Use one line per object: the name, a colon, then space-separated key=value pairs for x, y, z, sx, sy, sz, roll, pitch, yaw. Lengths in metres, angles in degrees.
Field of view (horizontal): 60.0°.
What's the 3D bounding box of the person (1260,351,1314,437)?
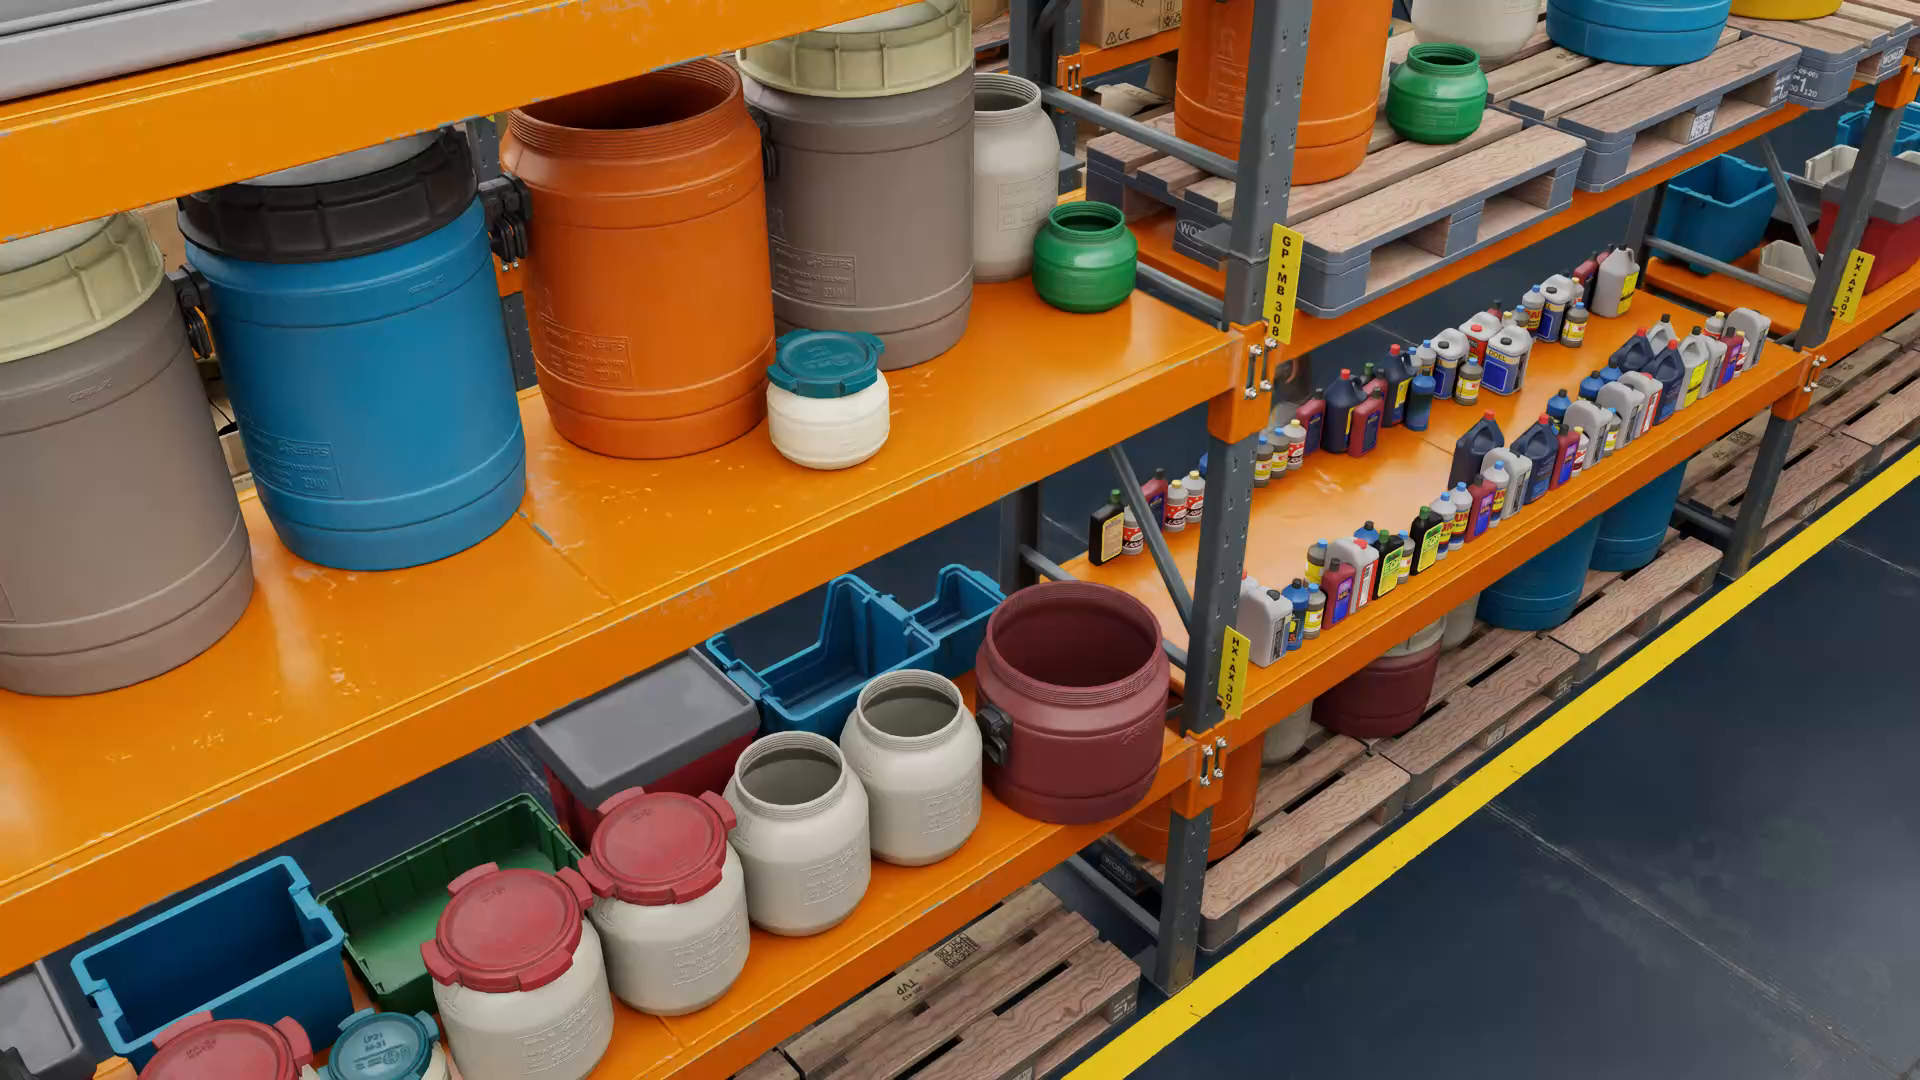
person: x=1.561 y=-1.026 z=8.450 sx=0.516 sy=1.759 sz=0.538 roll=-30 pitch=45 yaw=-35
